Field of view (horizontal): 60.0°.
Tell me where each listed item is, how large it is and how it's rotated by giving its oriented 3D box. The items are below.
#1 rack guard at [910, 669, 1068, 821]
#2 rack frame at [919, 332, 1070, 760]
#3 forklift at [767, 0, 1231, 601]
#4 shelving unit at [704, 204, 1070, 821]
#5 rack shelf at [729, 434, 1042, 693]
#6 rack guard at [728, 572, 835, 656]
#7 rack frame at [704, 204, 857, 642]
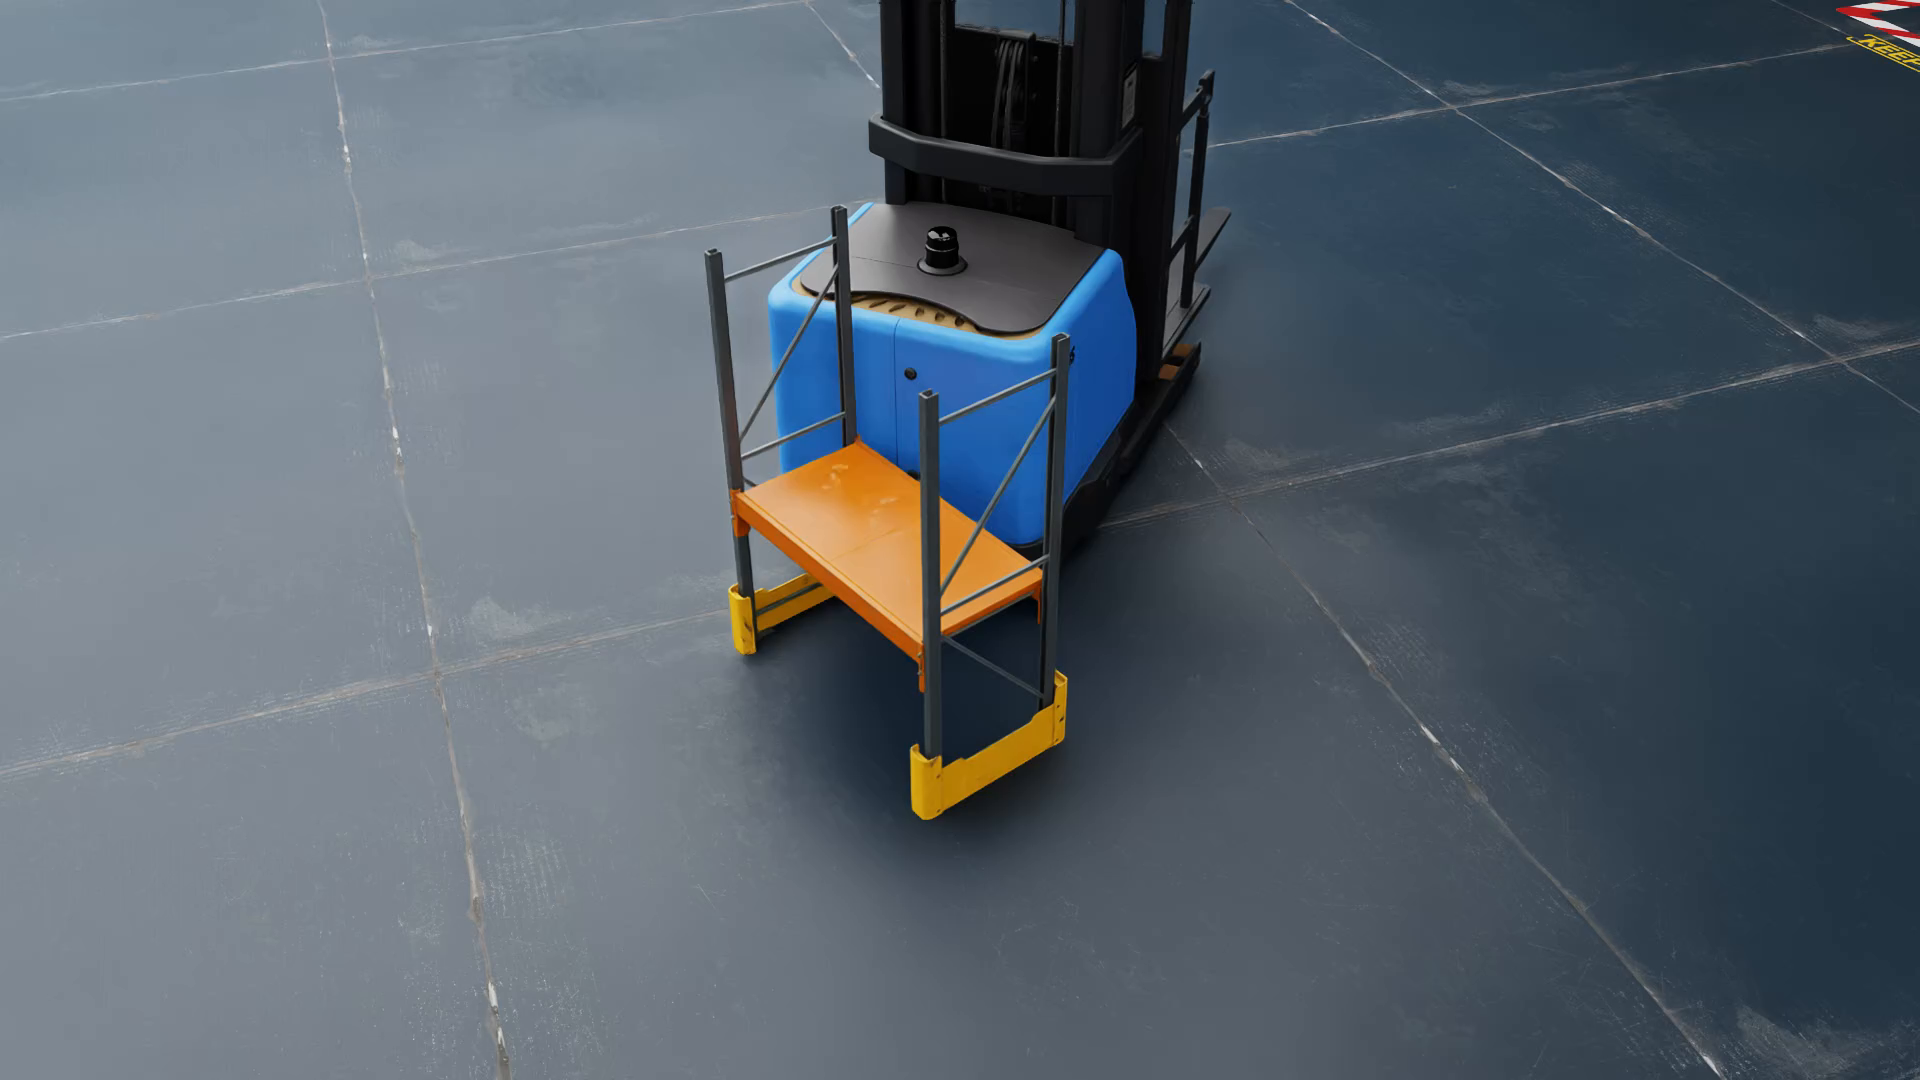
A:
[{"bbox_3d":[0.095,0.636,5.198,0.587,0.250,0.087,-26,44,-30],"label":"rack guard"},{"bbox_3d":[0.096,0.137,4.822,0.500,1.500,0.032,-26,44,-30],"label":"rack frame"},{"bbox_3d":[0.387,-1.838,6.254,1.130,2.935,3.031,15,39,19],"label":"forklift"},{"bbox_3d":[-0.221,-0.095,5.130,0.587,1.500,1.083,-26,44,-30],"label":"shelving unit"},{"bbox_3d":[-0.227,0.044,5.244,0.538,0.185,1.000,-26,44,-30],"label":"rack shelf"},{"bbox_3d":[-0.537,0.173,5.813,0.587,0.250,0.087,-26,44,-30],"label":"rack guard"},{"bbox_3d":[-0.550,-0.336,5.449,0.500,1.500,0.032,-26,44,-30],"label":"rack frame"}]
